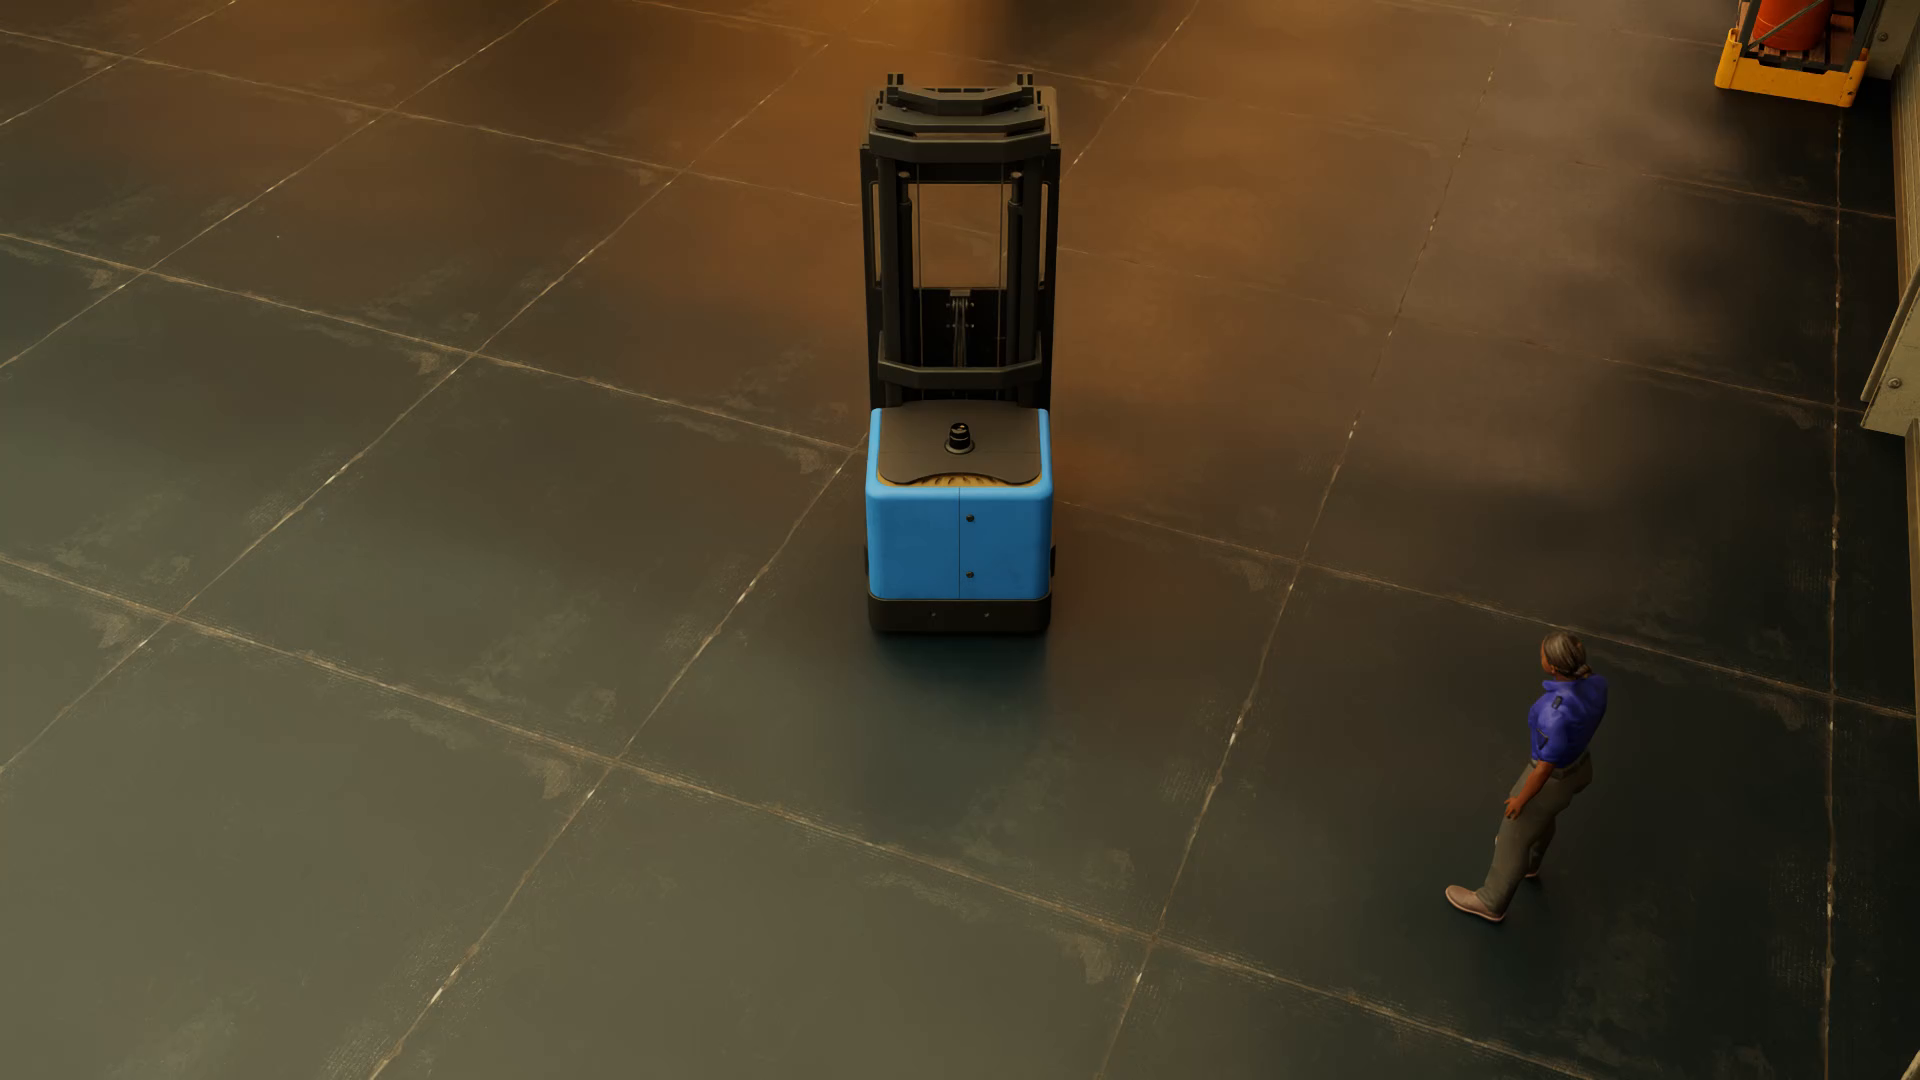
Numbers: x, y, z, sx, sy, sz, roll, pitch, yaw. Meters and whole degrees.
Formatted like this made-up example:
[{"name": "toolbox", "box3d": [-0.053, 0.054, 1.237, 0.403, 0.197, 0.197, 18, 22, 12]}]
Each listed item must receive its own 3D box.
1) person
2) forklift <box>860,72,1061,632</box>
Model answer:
[{"name": "person", "box3d": [2.692, 1.079, 7.716, 0.590, 1.661, 0.395, -30, 48, -31]}, {"name": "forklift", "box3d": [0.002, -1.515, 9.816, 1.130, 2.935, 3.031, 0, 40, 0]}]
